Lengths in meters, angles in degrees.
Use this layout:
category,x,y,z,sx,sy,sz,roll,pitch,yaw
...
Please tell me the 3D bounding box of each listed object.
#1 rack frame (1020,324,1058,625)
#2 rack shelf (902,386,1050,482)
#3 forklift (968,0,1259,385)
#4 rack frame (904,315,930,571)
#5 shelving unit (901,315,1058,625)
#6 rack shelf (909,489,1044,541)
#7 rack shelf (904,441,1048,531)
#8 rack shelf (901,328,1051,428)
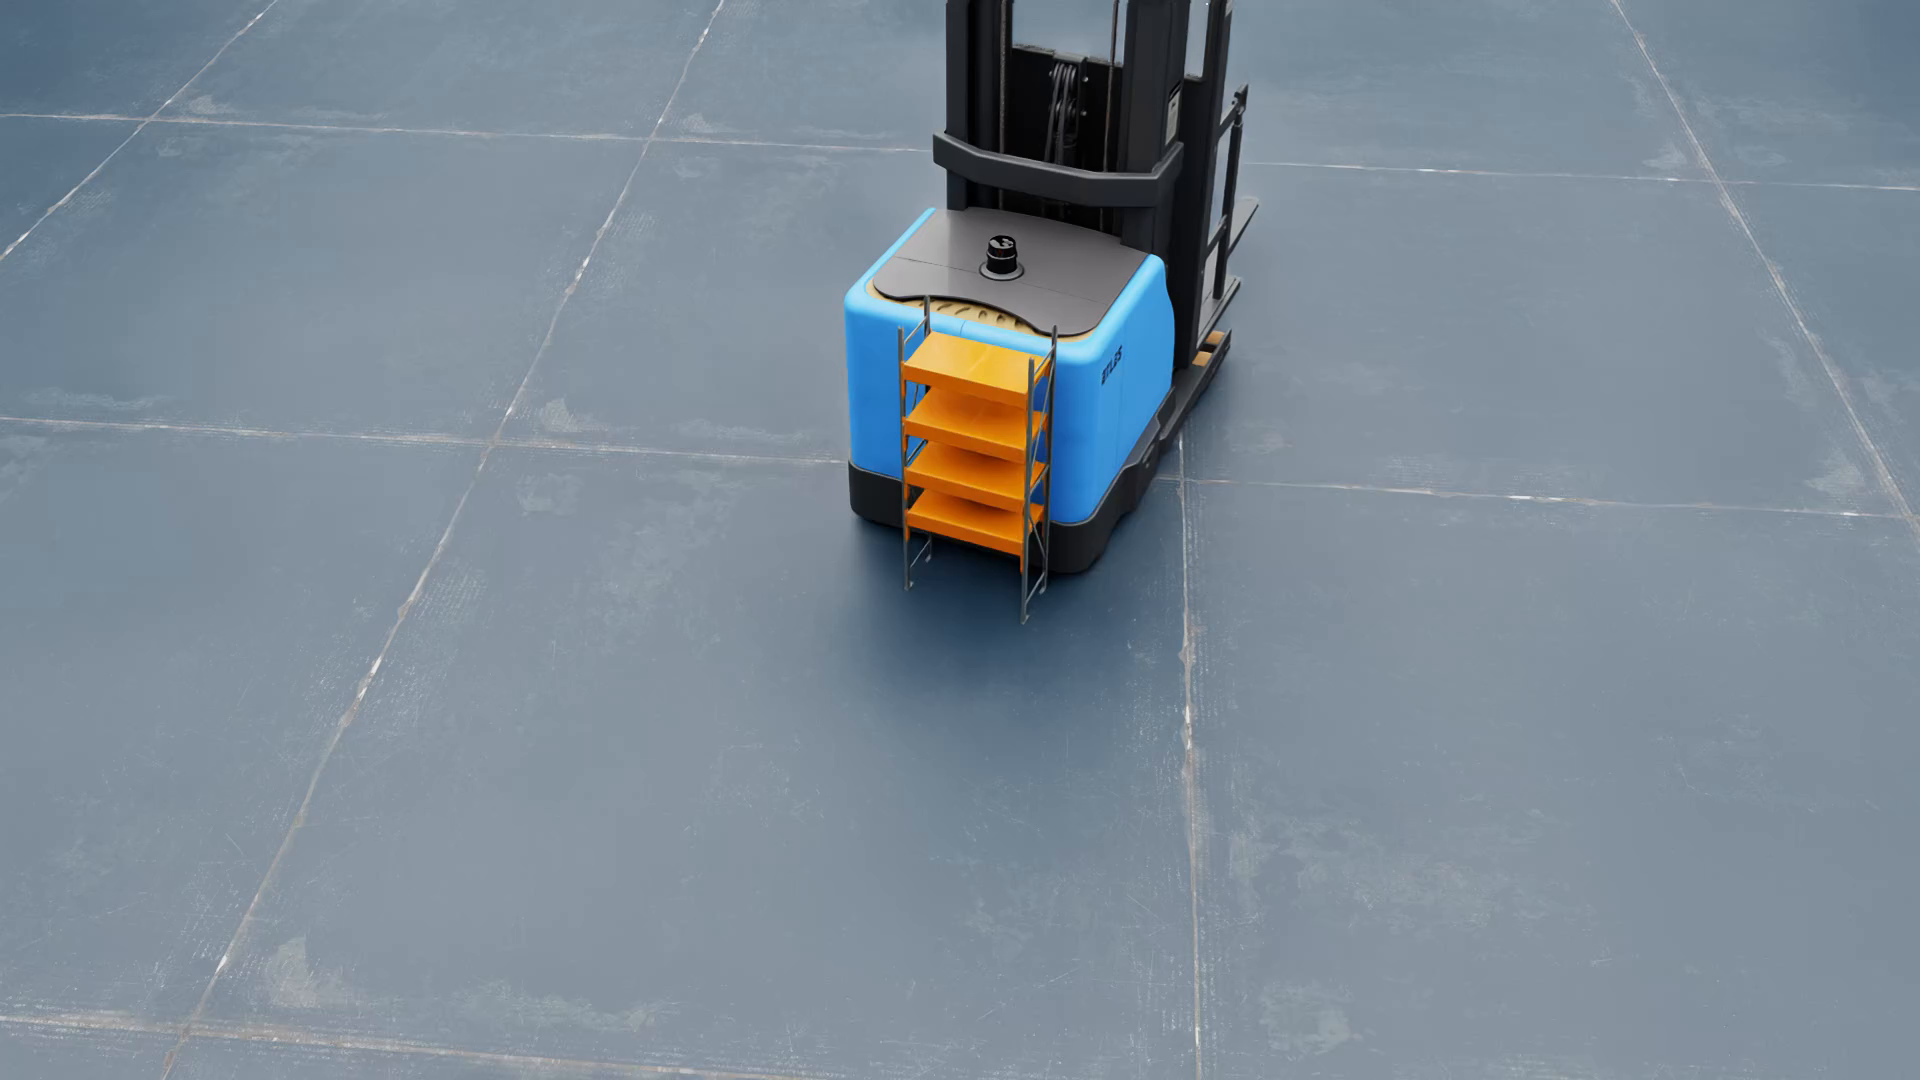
category,x,y,z,sx,sy,sz,roll,pitch,yaw
rack frame,0.286,-0.211,6.059,0.015,1.200,0.240,15,42,18
rack shelf,0.062,-0.394,6.036,0.480,0.148,0.258,15,42,18
forklift,0.615,-1.935,6.805,1.121,2.935,3.031,16,42,18
rack frame,-0.162,-0.334,6.209,0.006,1.046,0.228,15,42,18
shelving unit,0.064,-0.272,6.134,0.499,1.200,0.258,15,42,18
rack shelf,0.062,-0.108,6.269,0.457,0.021,0.221,15,42,18
rack shelf,0.062,-0.220,6.177,0.480,0.148,0.258,15,42,18
rack shelf,0.062,-0.577,5.886,0.480,0.148,0.258,15,42,18
